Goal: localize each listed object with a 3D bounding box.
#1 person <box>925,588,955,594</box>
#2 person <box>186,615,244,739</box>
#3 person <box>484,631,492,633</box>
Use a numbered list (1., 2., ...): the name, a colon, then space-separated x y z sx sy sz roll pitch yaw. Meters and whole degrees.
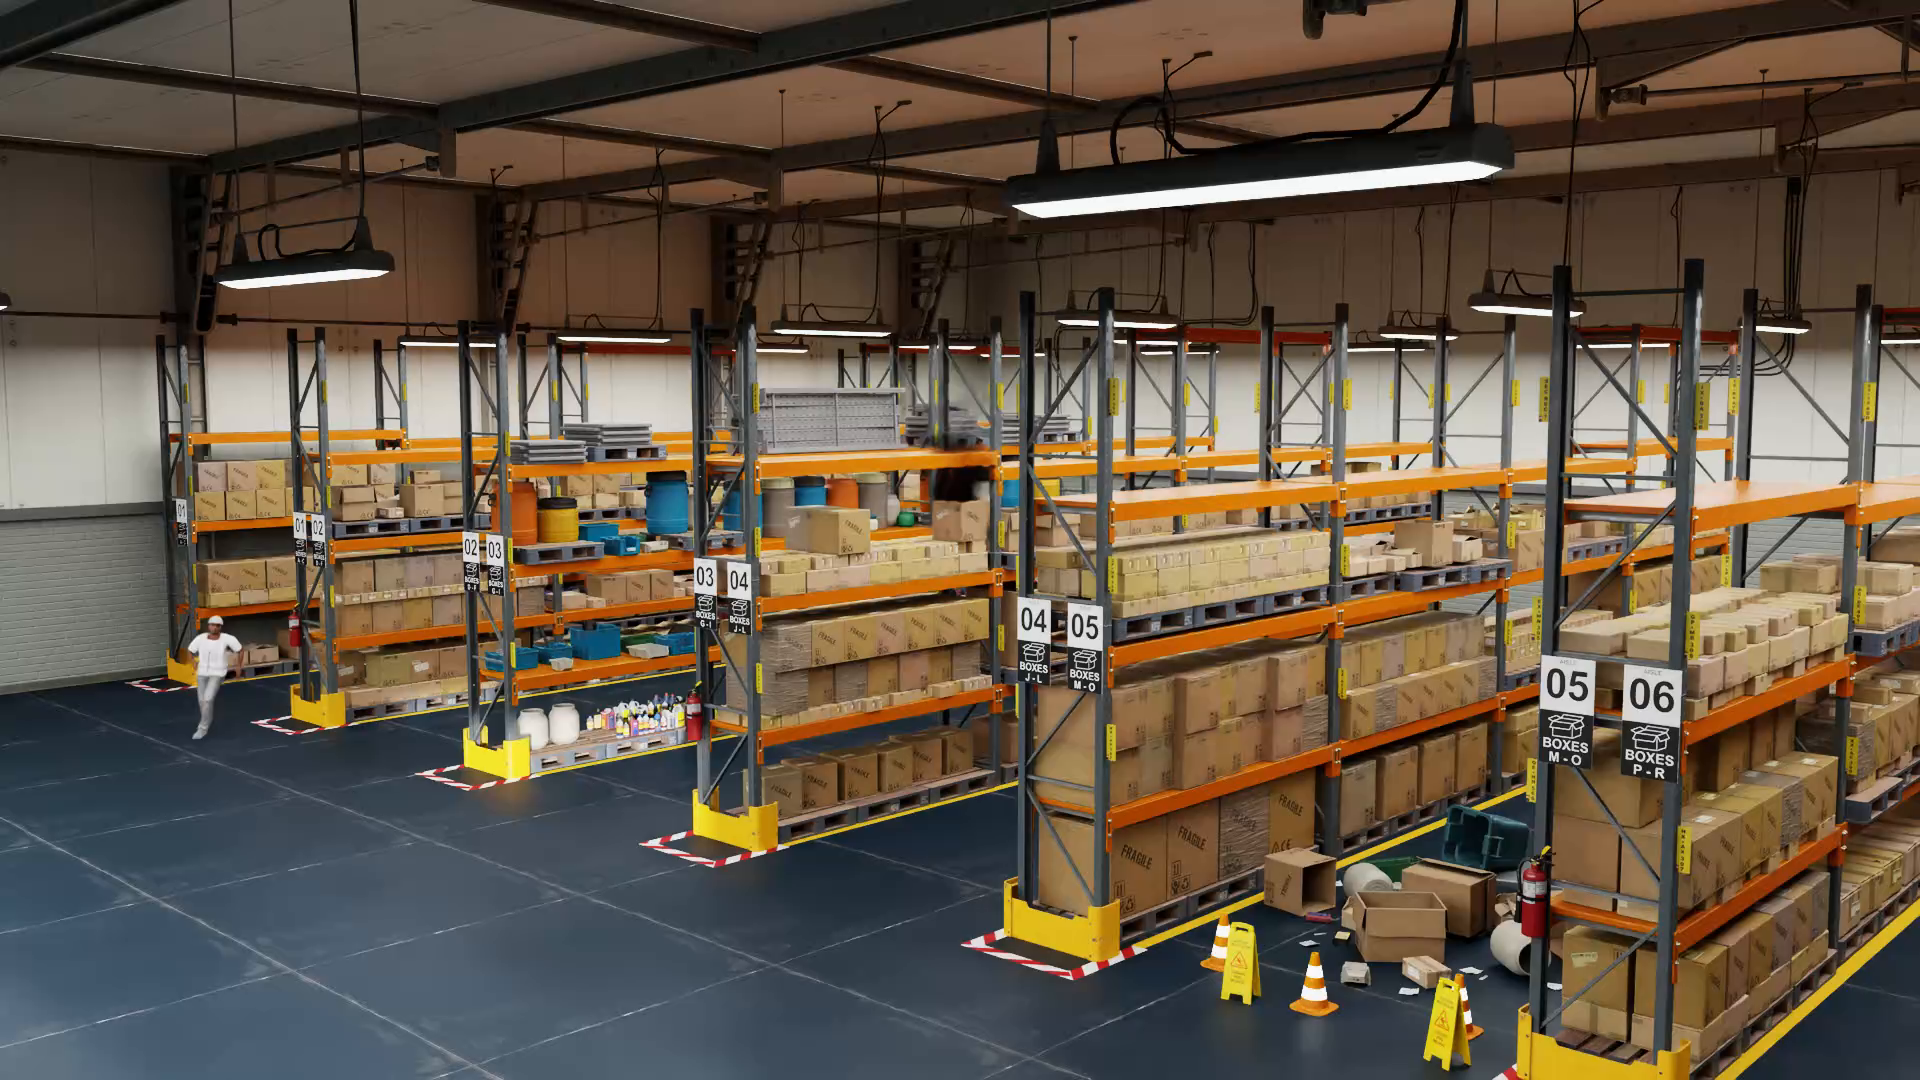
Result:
1. person: -0.558 1.264 32.252 0.736 1.748 0.674 4 7 39
2. person: -10.983 1.981 24.394 0.757 1.745 0.894 0 5 -3
3. person: -8.375 1.573 29.695 0.544 1.699 0.746 4 7 37
